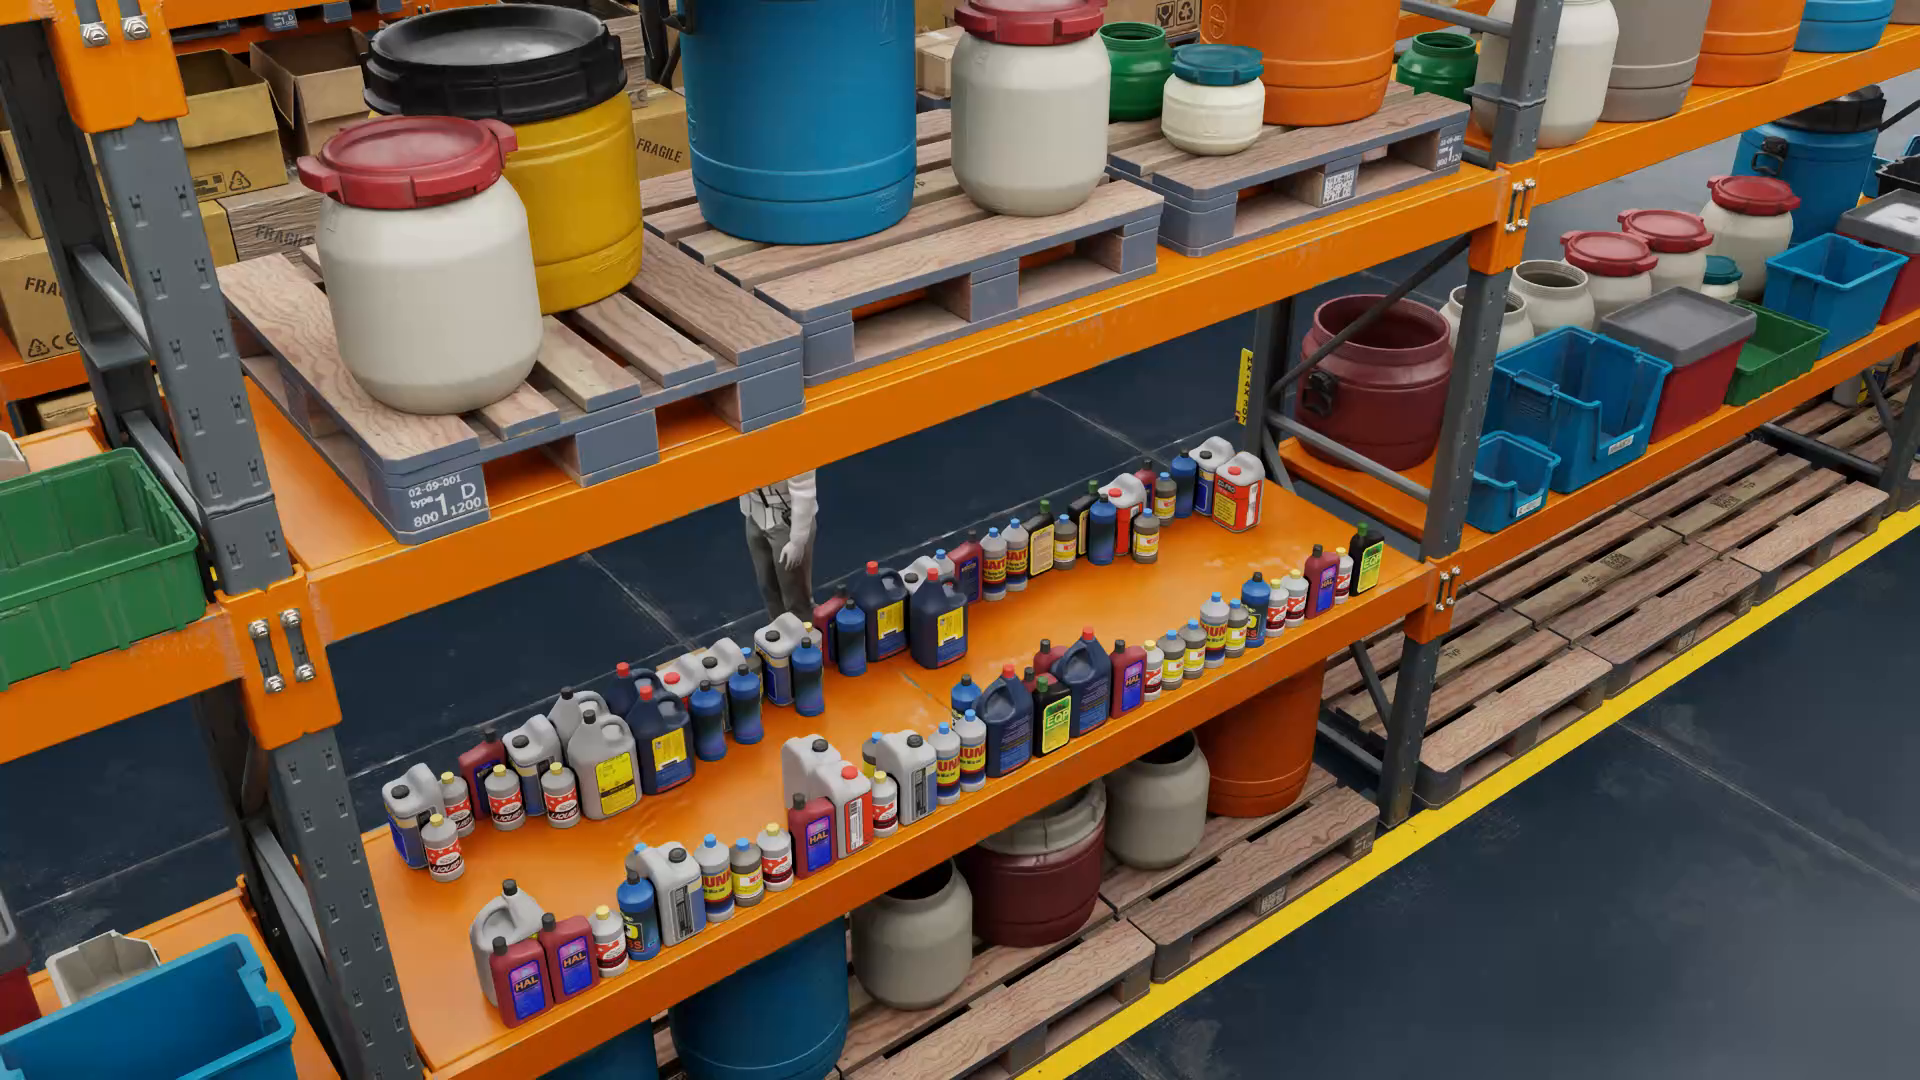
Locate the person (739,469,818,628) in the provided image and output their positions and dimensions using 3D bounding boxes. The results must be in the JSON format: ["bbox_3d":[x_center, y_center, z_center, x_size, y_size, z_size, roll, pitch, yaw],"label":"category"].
[{"bbox_3d":[-0.794,-0.081,7.256,0.344,1.692,0.448,-21,38,-30],"label":"person"}]
